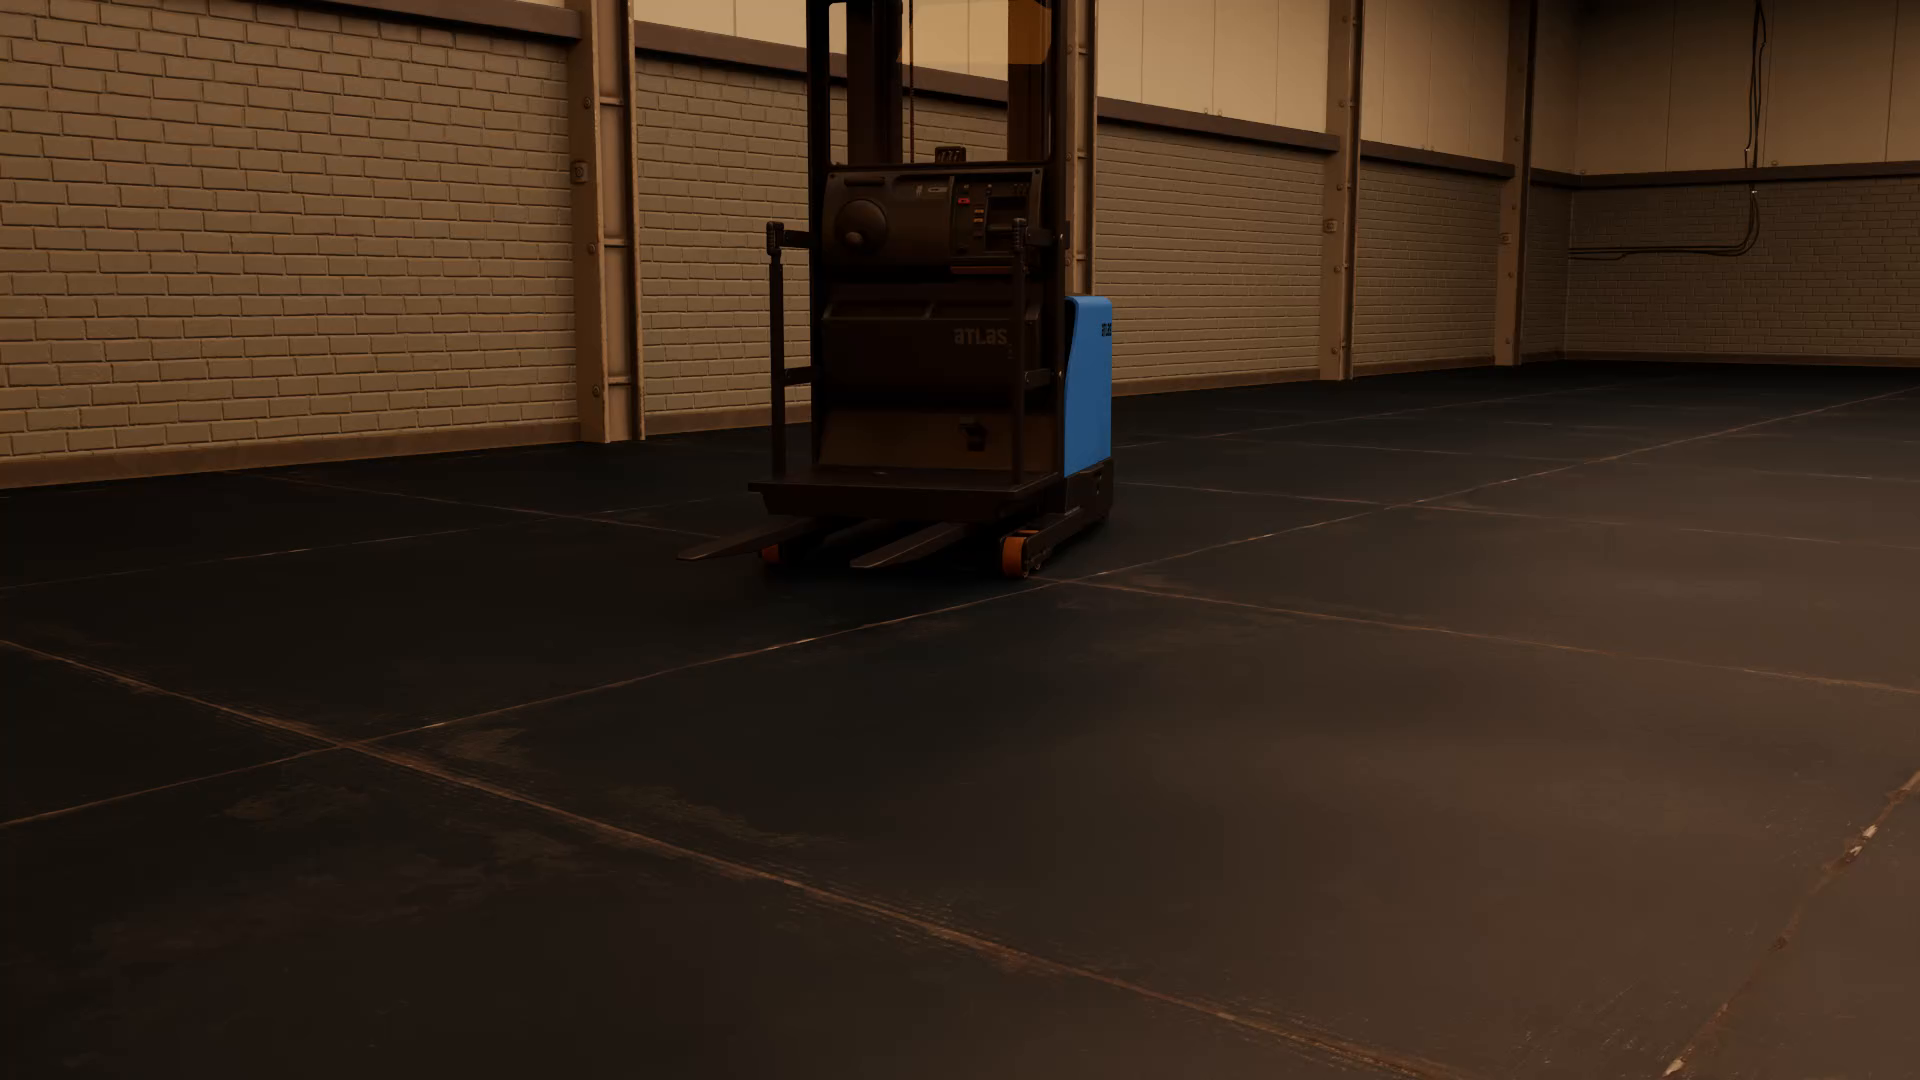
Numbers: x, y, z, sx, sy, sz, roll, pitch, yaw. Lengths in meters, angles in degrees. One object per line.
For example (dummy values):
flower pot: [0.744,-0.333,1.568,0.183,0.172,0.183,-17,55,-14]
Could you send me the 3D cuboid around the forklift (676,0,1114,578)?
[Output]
forklift: [-0.176,-1.366,6.616,1.130,2.935,3.031,3,9,17]
